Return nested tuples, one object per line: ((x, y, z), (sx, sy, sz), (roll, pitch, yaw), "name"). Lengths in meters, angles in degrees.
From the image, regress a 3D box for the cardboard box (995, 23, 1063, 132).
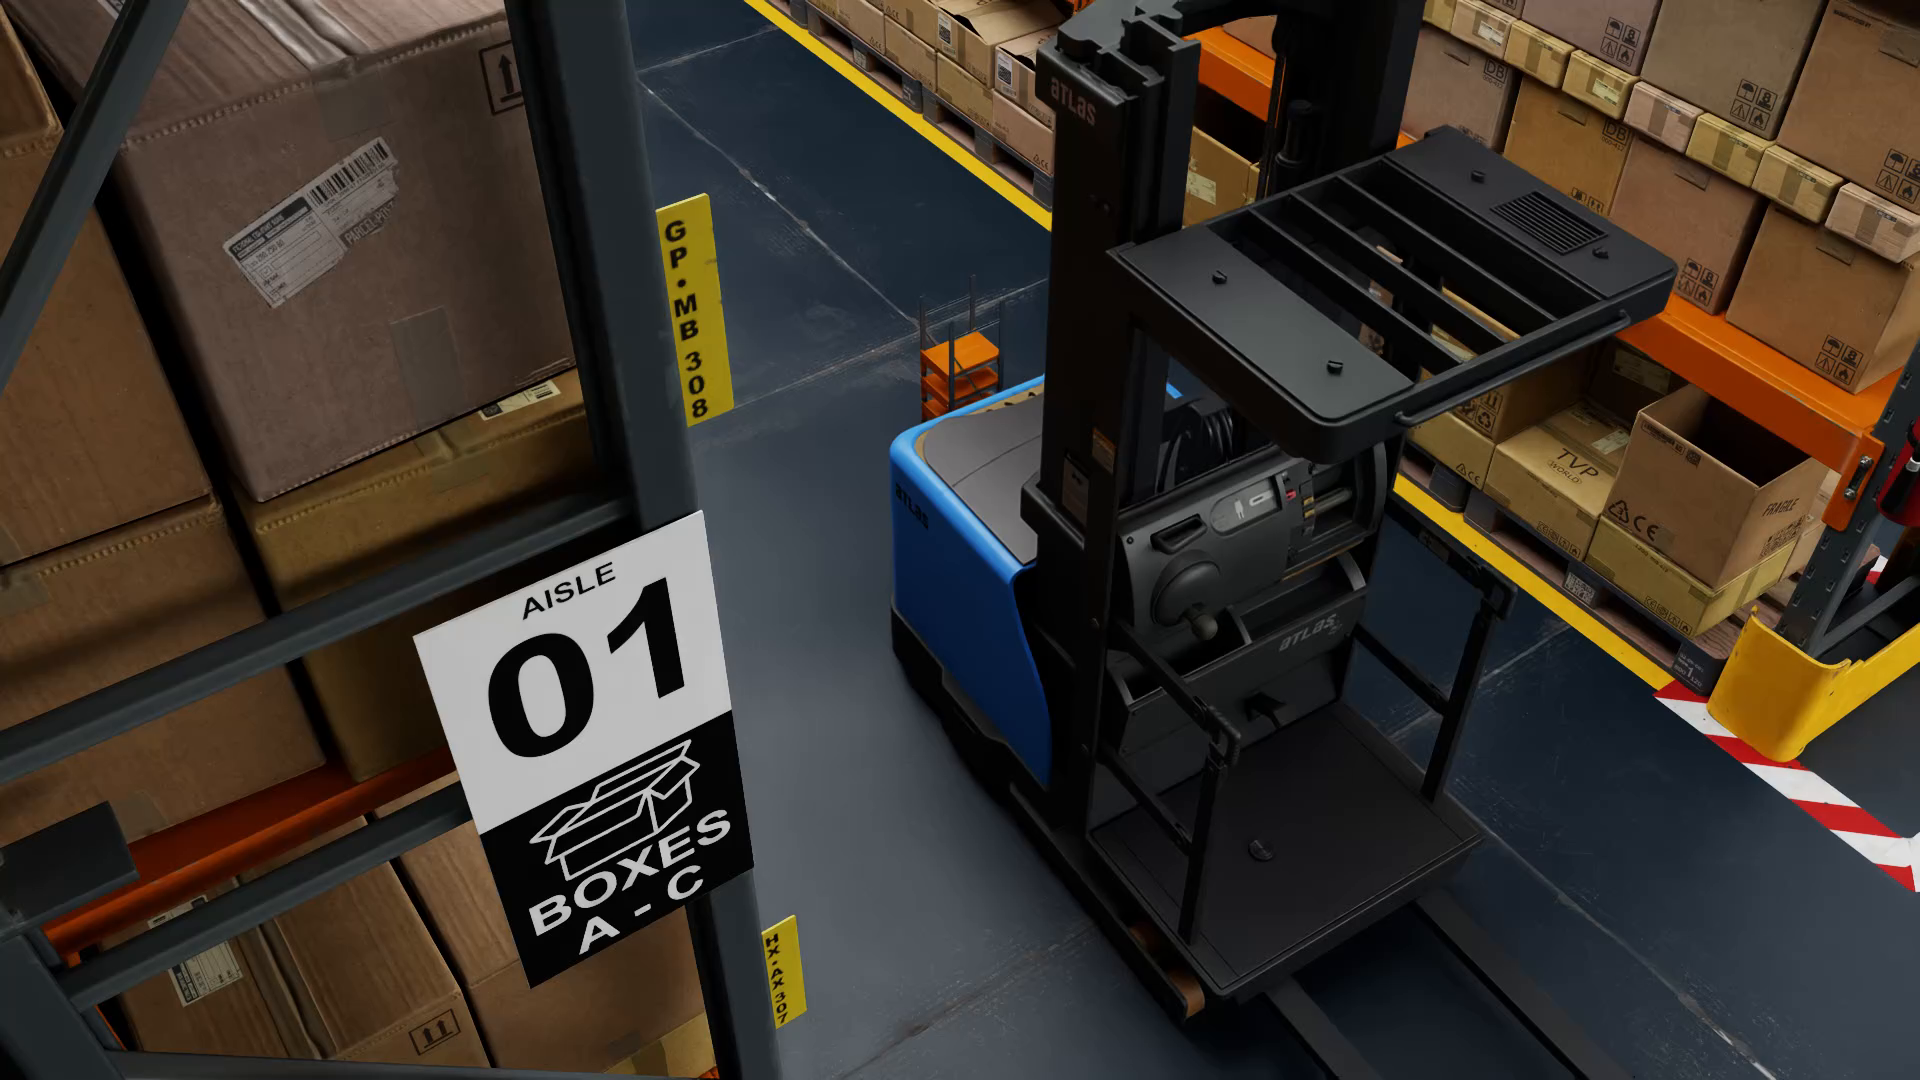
((0.521, -2.358, 8.329), (0.500, 0.311, 0.500), (-26, 49, -24), "cardboard box")

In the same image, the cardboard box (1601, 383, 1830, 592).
((2.726, -0.231, 5.964), (0.500, 0.500, 0.500), (-26, 49, -24), "cardboard box")

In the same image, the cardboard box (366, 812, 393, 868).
((-1.085, 0.445, 3.662), (0.500, 0.500, 0.500), (-26, 49, -24), "cardboard box")

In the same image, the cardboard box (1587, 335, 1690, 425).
((2.865, -0.719, 6.475), (0.500, 0.500, 0.500), (-26, 49, -24), "cardboard box")

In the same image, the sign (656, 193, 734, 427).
((-0.339, -0.273, 2.058), (0.100, 0.325, 0.005), (-26, 49, -24), "sign")

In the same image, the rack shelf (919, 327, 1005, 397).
((0.008, -0.654, 6.109), (0.258, 0.103, 0.180), (-26, 49, -24), "rack shelf")

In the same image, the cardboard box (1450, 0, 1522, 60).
((2.013, -1.906, 6.032), (0.380, 0.149, 0.250), (-26, 50, -25), "cardboard box")

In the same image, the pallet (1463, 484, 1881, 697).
((2.805, -0.024, 6.623), (1.003, 0.211, 1.213), (-26, 49, -24), "pallet")

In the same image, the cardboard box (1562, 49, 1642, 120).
((2.312, -1.613, 5.725), (0.380, 0.149, 0.250), (-24, 49, -23), "cardboard box")

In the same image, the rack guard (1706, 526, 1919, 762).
((3.290, 0.301, 6.072), (1.175, 0.500, 0.348), (-26, 49, -24), "rack guard")

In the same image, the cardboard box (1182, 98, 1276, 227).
((1.289, -1.644, 7.444), (0.500, 0.500, 0.500), (-26, 49, -24), "cardboard box")

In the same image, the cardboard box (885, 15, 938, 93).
((-0.068, -2.736, 9.131), (0.500, 0.250, 0.500), (-25, 49, -24), "cardboard box")

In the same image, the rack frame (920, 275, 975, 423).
((-0.044, -0.478, 6.381), (0.240, 1.200, 0.006), (-26, 49, -24), "rack frame")

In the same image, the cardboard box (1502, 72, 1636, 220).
((2.436, -1.501, 6.078), (0.700, 0.500, 0.500), (-25, 49, -24), "cardboard box")

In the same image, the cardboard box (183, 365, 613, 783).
((-0.770, -0.074, 2.396), (0.500, 0.500, 0.500), (-24, 49, -23), "cardboard box")

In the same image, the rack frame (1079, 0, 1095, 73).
((0.988, -2.882, 7.597), (1.000, 3.000, 0.127), (-26, 49, -24), "rack frame")

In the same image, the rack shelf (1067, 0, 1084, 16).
((-0.156, -3.754, 9.031), (1.077, 0.370, 4.000), (-26, 49, -24), "rack shelf")

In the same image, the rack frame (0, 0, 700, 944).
((-0.784, -0.827, 1.100), (1.000, 3.000, 0.127), (-26, 49, -24), "rack frame")

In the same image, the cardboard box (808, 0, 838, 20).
((-0.651, -3.316, 9.738), (0.500, 0.250, 0.500), (-27, 50, -25), "cardboard box")

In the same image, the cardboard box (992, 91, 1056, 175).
((0.513, -2.160, 8.527), (0.500, 0.250, 0.500), (-26, 50, -25), "cardboard box")

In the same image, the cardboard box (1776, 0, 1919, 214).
((2.990, -1.421, 5.055), (0.700, 0.500, 0.500), (-26, 49, -24), "cardboard box")

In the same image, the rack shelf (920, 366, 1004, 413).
((0.008, -0.567, 6.192), (0.258, 0.103, 0.180), (-26, 49, -24), "rack shelf")

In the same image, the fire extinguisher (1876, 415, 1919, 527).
((2.963, -0.338, 4.988), (0.296, 0.674, 0.183), (-26, 49, -24), "fire extinguisher")

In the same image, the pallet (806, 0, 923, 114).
((-0.167, -2.967, 9.705), (1.003, 0.211, 1.213), (-26, 49, -24), "pallet")

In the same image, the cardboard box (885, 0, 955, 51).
((-0.065, -2.934, 8.932), (0.500, 0.311, 0.500), (-26, 49, -25), "cardboard box")

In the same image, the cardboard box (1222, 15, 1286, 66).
((1.554, -2.373, 6.991), (0.700, 0.500, 0.500), (-26, 50, -25), "cardboard box")

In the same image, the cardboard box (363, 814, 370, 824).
((-1.508, 0.646, 3.452), (0.500, 0.500, 0.500), (-25, 49, -24), "cardboard box")

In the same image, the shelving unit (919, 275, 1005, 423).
((0.008, -0.426, 6.327), (0.258, 1.200, 0.189), (-26, 49, -24), "shelving unit")

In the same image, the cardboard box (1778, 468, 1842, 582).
((3.152, -0.165, 6.438), (0.500, 0.250, 0.500), (-26, 49, -24), "cardboard box")

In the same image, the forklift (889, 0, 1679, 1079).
((0.958, 0.052, 4.572), (1.130, 2.935, 3.031), (-24, 48, -23), "forklift")

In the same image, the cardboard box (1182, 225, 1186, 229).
((1.287, -1.372, 7.702), (0.500, 0.250, 0.500), (-26, 49, -24), "cardboard box")

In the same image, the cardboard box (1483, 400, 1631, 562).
((2.432, -0.239, 6.515), (0.500, 0.250, 0.500), (-26, 49, -24), "cardboard box")

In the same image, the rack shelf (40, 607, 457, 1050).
((-1.928, -0.615, 3.571), (1.077, 0.370, 4.000), (-26, 49, -24), "rack shelf")

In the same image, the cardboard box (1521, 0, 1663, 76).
((2.395, -2.002, 5.663), (0.700, 0.500, 0.500), (-26, 49, -24), "cardboard box")

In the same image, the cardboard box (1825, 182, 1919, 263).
((2.902, -1.028, 5.113), (0.380, 0.149, 0.250), (-27, 50, -25), "cardboard box")

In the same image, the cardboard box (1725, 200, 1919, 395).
((3.020, -0.922, 5.471), (0.700, 0.500, 0.500), (-26, 49, -24), "cardboard box")

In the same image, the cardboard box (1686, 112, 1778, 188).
((2.605, -1.321, 5.419), (0.380, 0.149, 0.250), (-26, 50, -25), "cardboard box")

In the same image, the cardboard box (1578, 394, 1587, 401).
((2.578, -0.730, 7.030), (0.500, 0.250, 0.500), (-26, 49, -24), "cardboard box")

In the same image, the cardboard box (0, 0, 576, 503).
((-0.806, -0.462, 2.078), (0.500, 0.500, 0.500), (-29, 51, -27), "cardboard box")

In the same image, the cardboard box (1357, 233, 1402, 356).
((1.857, -1.075, 6.848), (0.500, 0.500, 0.500), (-26, 49, -24), "cardboard box")
